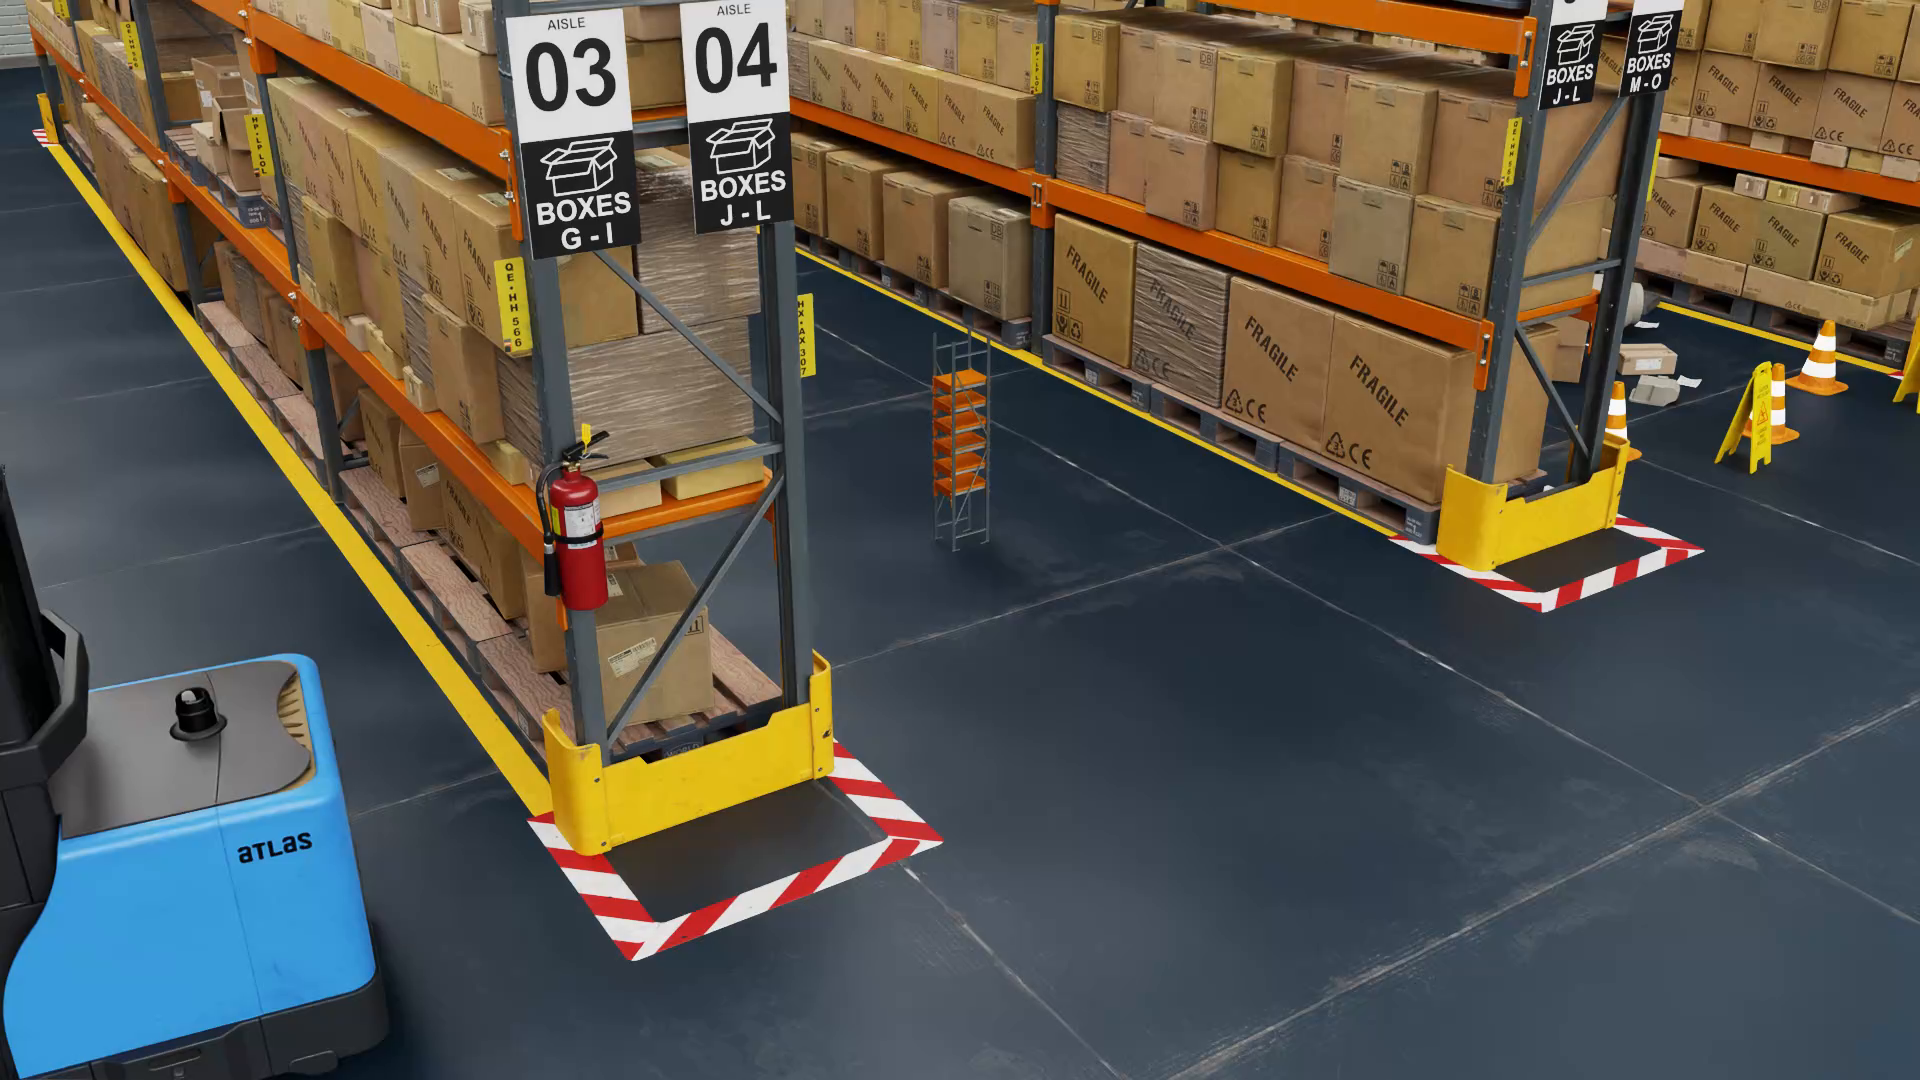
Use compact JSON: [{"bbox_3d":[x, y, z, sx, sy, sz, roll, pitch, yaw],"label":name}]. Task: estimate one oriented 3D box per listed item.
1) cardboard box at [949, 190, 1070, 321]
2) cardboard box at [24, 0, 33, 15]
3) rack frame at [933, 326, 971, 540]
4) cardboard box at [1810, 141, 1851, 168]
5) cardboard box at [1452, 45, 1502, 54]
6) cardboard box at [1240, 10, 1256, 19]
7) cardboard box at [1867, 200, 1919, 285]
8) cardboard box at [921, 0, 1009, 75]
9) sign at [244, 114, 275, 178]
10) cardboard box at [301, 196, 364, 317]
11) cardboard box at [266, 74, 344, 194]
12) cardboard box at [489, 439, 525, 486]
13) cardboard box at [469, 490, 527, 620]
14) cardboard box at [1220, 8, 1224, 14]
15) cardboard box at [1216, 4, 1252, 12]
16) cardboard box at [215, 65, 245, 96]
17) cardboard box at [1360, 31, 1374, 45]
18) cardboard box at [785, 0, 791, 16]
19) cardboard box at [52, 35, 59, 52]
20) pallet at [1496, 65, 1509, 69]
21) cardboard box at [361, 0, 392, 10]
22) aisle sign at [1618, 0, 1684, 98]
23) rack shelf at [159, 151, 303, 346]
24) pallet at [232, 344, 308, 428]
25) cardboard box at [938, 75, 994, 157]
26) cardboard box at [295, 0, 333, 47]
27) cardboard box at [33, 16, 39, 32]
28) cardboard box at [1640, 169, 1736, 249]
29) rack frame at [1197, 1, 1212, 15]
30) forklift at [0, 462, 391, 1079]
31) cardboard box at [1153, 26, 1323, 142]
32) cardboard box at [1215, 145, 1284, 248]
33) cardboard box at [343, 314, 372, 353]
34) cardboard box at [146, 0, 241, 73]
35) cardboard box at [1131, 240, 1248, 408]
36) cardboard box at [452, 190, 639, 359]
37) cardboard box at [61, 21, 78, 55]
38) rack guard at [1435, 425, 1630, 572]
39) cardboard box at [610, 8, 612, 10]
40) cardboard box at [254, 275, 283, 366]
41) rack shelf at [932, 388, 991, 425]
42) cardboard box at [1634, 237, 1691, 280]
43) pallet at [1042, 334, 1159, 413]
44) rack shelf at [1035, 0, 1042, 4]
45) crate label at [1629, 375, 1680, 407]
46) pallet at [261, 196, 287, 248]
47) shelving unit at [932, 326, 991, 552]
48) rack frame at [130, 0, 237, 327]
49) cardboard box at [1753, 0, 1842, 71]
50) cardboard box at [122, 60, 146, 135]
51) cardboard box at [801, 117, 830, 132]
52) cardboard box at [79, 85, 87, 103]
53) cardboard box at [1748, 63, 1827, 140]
[{"bbox_3d":[0.554,-2.187,12.512,1.050,0.750,0.750,-16,29,-30],"label":"cardboard box"},{"bbox_3d":[-9.758,-5.818,17.887,0.500,0.250,0.500,-16,30,-31],"label":"cardboard box"},{"bbox_3d":[-0.042,-0.570,9.052,0.240,1.200,0.006,-16,29,-30],"label":"rack frame"},{"bbox_3d":[6.342,-2.789,11.938,0.380,0.149,0.250,-15,29,-29],"label":"cardboard box"},{"bbox_3d":[4.616,-4.484,14.278,0.500,0.500,0.500,-16,30,-31],"label":"cardboard box"},{"bbox_3d":[3.025,-5.241,16.641,0.380,0.149,0.250,-18,30,-33],"label":"cardboard box"},{"bbox_3d":[7.022,-2.219,12.287,0.500,0.500,0.500,-17,30,-31],"label":"cardboard box"},{"bbox_3d":[0.134,-3.851,12.606,0.700,0.500,0.500,-15,29,-29],"label":"cardboard box"},{"bbox_3d":[-3.706,-2.086,8.799,0.100,0.325,0.005,-16,29,-30],"label":"sign"},{"bbox_3d":[-2.805,-1.511,8.471,0.875,0.500,0.500,-16,29,-30],"label":"cardboard box"},{"bbox_3d":[-3.210,-2.105,8.559,0.500,0.500,0.500,-16,29,-30],"label":"cardboard box"},{"bbox_3d":[-1.703,-0.370,6.814,0.380,0.149,0.250,-16,29,-30],"label":"cardboard box"},{"bbox_3d":[-2.067,0.016,8.138,0.500,0.500,0.500,-13,28,-25],"label":"cardboard box"},{"bbox_3d":[2.821,-5.599,17.773,0.500,0.250,0.500,-16,30,-30],"label":"cardboard box"},{"bbox_3d":[2.929,-5.588,16.616,0.500,0.500,0.500,-16,30,-31],"label":"cardboard box"},{"bbox_3d":[-4.709,-2.999,11.480,0.700,0.500,0.500,-11,27,-22],"label":"cardboard box"},{"bbox_3d":[3.946,-4.685,15.463,0.380,0.149,0.250,-17,30,-31],"label":"cardboard box"},{"bbox_3d":[-1.454,-4.895,15.211,0.380,0.149,0.250,-16,30,-31],"label":"cardboard box"},{"bbox_3d":[-8.753,-4.933,16.481,0.380,0.149,0.250,-16,30,-30],"label":"cardboard box"},{"bbox_3d":[4.765,-4.223,14.907,1.003,0.211,1.213,-16,29,-30],"label":"pallet"},{"bbox_3d":[-2.176,-2.225,6.645,0.380,0.149,0.250,-17,30,-32],"label":"cardboard box"},{"bbox_3d":[3.442,-2.603,8.204,0.394,0.787,0.004,-16,29,-30],"label":"aisle sign"},{"bbox_3d":[-4.334,-2.083,10.992,1.077,0.370,4.000,-16,29,-30],"label":"rack shelf"},{"bbox_3d":[-4.339,-1.147,11.433,1.003,0.211,1.213,-16,29,-30],"label":"pallet"},{"bbox_3d":[0.184,-3.163,12.320,0.500,0.500,0.500,-16,30,-30],"label":"cardboard box"},{"bbox_3d":[-2.656,-2.393,7.467,0.500,0.250,0.500,-17,30,-32],"label":"cardboard box"},{"bbox_3d":[-9.595,-5.485,17.650,0.380,0.149,0.250,-16,30,-31],"label":"cardboard box"},{"bbox_3d":[5.740,-2.640,13.179,0.500,0.500,0.500,-14,29,-27],"label":"cardboard box"},{"bbox_3d":[2.877,-5.434,17.246,1.000,3.000,0.127,-16,29,-30],"label":"rack frame"},{"bbox_3d":[-3.479,0.475,4.811,3.031,2.935,1.130,-11,27,-22],"label":"forklift"},{"bbox_3d":[1.718,-2.834,10.300,0.875,0.550,0.550,-16,29,-30],"label":"cardboard box"},{"bbox_3d":[2.068,-2.173,10.165,0.875,0.550,0.500,-16,29,-30],"label":"cardboard box"},{"bbox_3d":[-2.846,-1.071,8.299,0.380,0.149,0.250,-16,29,-30],"label":"cardboard box"},{"bbox_3d":[-5.812,-3.888,12.680,0.797,0.503,0.637,-14,29,-28],"label":"cardboard box"},{"bbox_3d":[1.748,-1.479,10.867,0.875,0.875,0.875,-15,29,-29],"label":"cardboard box"},{"bbox_3d":[-1.566,-1.034,6.289,0.500,0.500,0.500,-16,29,-30],"label":"cardboard box"},{"bbox_3d":[-8.071,-4.718,15.558,0.500,0.250,0.500,-16,30,-31],"label":"cardboard box"},{"bbox_3d":[3.165,-0.243,9.180,1.175,0.500,0.348,-16,29,-30],"label":"rack guard"},{"bbox_3d":[-1.076,-1.999,6.166,0.380,0.149,0.250,-15,29,-28],"label":"cardboard box"},{"bbox_3d":[-4.415,-1.561,11.456,0.700,0.500,0.500,-13,28,-25],"label":"cardboard box"},{"bbox_3d":[0.008,-0.714,8.899,0.258,0.103,0.180,-16,29,-30],"label":"rack shelf"},{"bbox_3d":[5.749,-2.298,13.333,0.500,0.250,0.500,-16,30,-30],"label":"cardboard box"},{"bbox_3d":[1.318,-1.262,11.676,1.003,0.211,1.213,-16,29,-30],"label":"pallet"},{"bbox_3d":[-0.123,-4.560,12.724,1.077,0.370,4.000,-16,29,-30],"label":"rack shelf"},{"bbox_3d":[4.703,-1.017,11.244,0.298,0.136,0.250,12,28,24],"label":"crate label"},{"bbox_3d":[-3.538,-1.914,10.015,1.003,0.211,1.213,-16,29,-30],"label":"pallet"},{"bbox_3d":[0.008,-0.537,8.983,0.258,1.200,0.189,-16,29,-30],"label":"shelving unit"},{"bbox_3d":[-5.426,-3.124,12.354,1.000,3.000,0.127,-16,29,-30],"label":"rack frame"},{"bbox_3d":[6.148,-3.677,11.889,0.700,0.500,0.500,-16,30,-30],"label":"cardboard box"},{"bbox_3d":[-6.170,-3.468,12.965,0.500,0.500,0.500,-16,30,-30],"label":"cardboard box"},{"bbox_3d":[-1.389,-3.945,15.652,0.500,0.250,0.500,-17,30,-32],"label":"cardboard box"},{"bbox_3d":[-8.394,-4.360,16.970,0.875,0.875,0.875,-16,29,-30],"label":"cardboard box"},{"bbox_3d":[6.177,-3.242,12.138,0.500,0.500,0.500,-16,29,-30],"label":"cardboard box"}]
